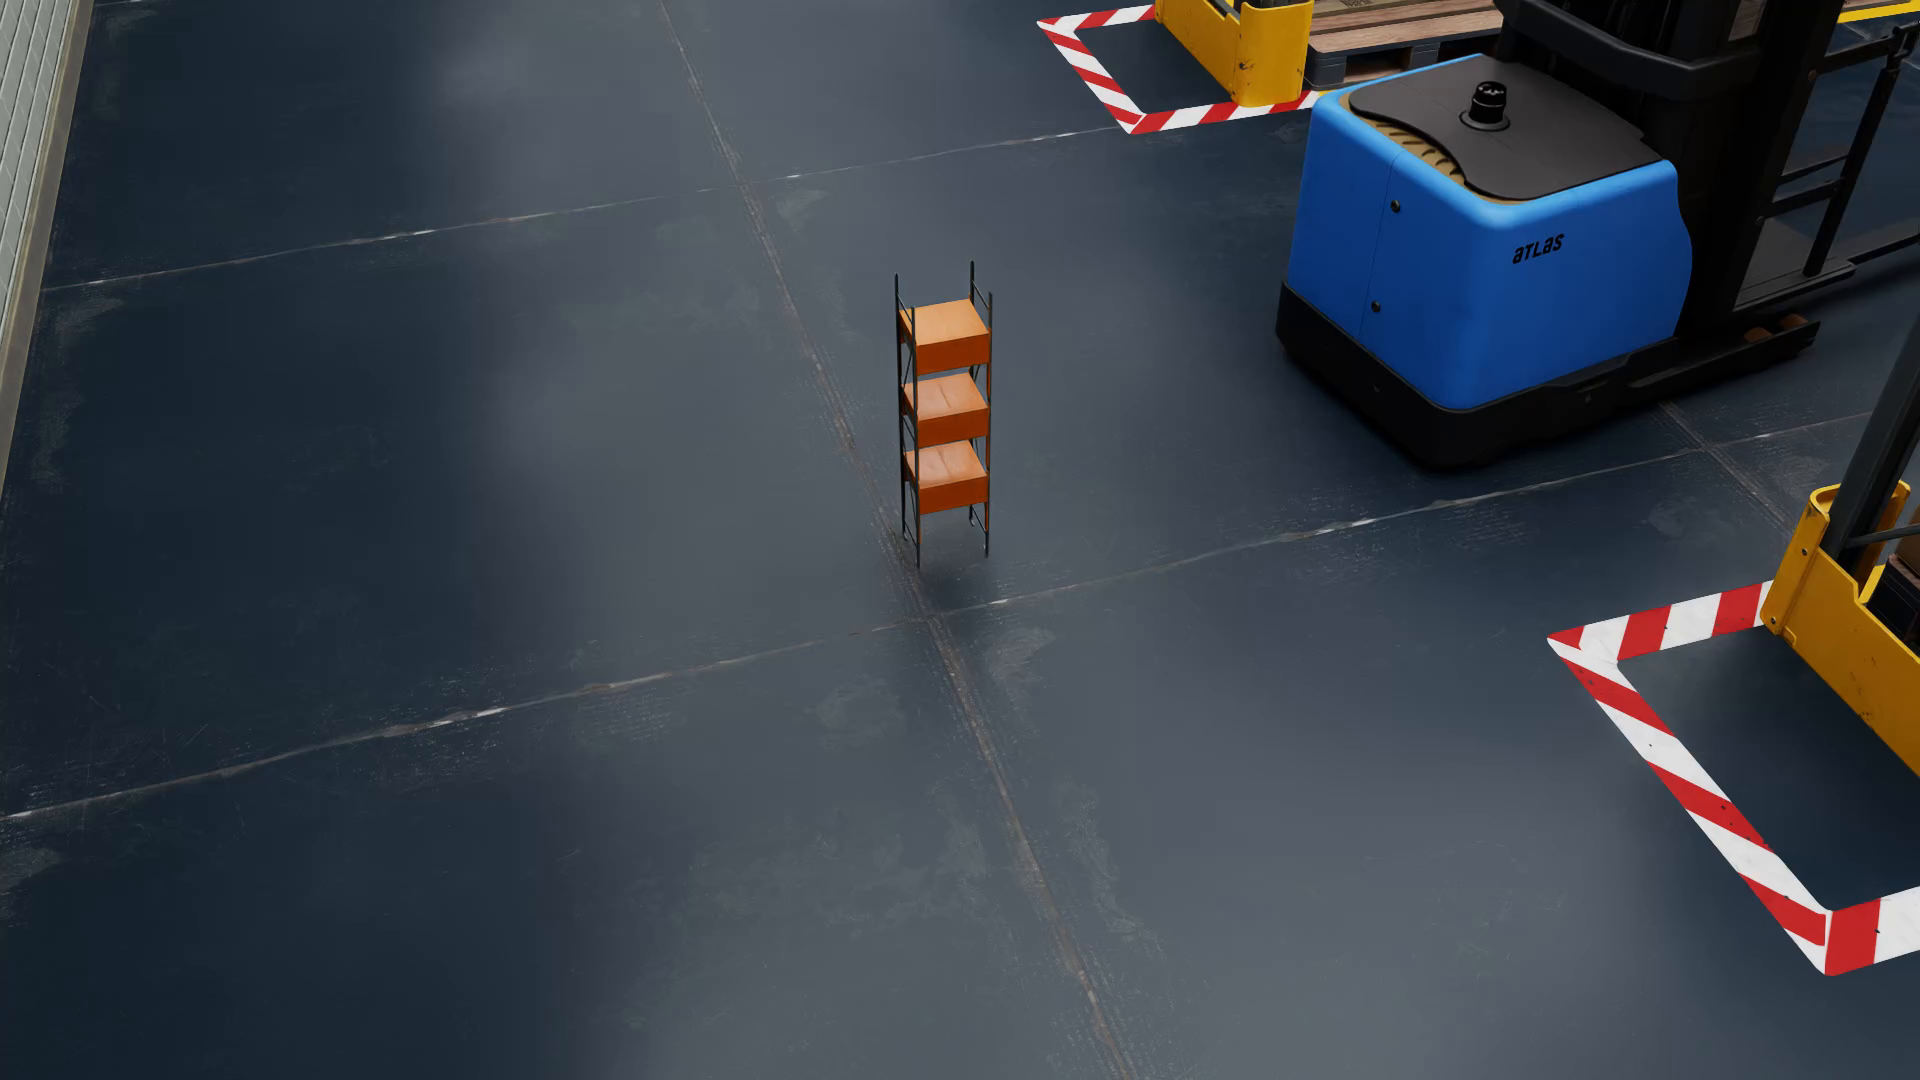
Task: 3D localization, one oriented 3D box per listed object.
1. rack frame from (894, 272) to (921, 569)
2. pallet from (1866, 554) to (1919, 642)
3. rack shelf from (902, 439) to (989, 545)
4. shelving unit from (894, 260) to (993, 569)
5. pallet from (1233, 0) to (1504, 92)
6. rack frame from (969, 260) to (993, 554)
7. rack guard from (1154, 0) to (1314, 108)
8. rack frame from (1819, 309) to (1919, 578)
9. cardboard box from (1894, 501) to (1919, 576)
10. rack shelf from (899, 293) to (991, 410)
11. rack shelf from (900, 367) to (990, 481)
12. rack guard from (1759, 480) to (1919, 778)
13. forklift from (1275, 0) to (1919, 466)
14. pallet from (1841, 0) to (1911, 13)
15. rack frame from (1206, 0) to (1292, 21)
[{"bbox_3d":[-0.167,-0.361,5.365,0.008,1.050,0.200,-12,42,-13],"label":"rack frame"},{"bbox_3d":[3.708,0.327,5.216,1.213,0.211,1.003,-12,42,-13],"label":"pallet"},{"bbox_3d":[-0.051,-0.168,5.582,0.240,0.259,0.215,-12,42,-13],"label":"rack shelf"},{"bbox_3d":[-0.051,-0.385,5.392,0.252,1.050,0.215,-12,42,-13],"label":"shelving unit"},{"bbox_3d":[2.190,-2.748,8.735,1.213,0.211,1.003,-12,42,-13],"label":"pallet"},{"bbox_3d":[0.065,-0.409,5.420,0.008,1.050,0.200,-12,42,-13],"label":"rack frame"},{"bbox_3d":[1.372,-2.706,8.467,0.348,0.500,1.175,-12,42,-13],"label":"rack guard"},{"bbox_3d":[2.876,-0.551,4.100,0.127,3.000,1.000,-12,42,-13],"label":"rack frame"},{"bbox_3d":[3.320,-0.037,5.078,0.500,0.500,0.500,-12,42,-13],"label":"cardboard box"},{"bbox_3d":[-0.051,-0.591,5.213,0.240,0.259,0.215,-12,42,-13],"label":"rack shelf"},{"bbox_3d":[-0.051,-0.377,5.399,0.240,0.259,0.215,-12,42,-13],"label":"rack shelf"},{"bbox_3d":[2.948,0.376,4.940,0.348,0.500,1.175,-12,42,-13],"label":"rack guard"},{"bbox_3d":[2.794,-2.057,5.876,3.031,2.935,1.130,-19,45,-21],"label":"forklift"},{"bbox_3d":[4.517,-3.231,9.287,1.213,0.211,1.003,-12,42,-13],"label":"pallet"},{"bbox_3d":[1.391,-3.660,7.659,0.127,3.000,1.000,-12,42,-13],"label":"rack frame"}]
